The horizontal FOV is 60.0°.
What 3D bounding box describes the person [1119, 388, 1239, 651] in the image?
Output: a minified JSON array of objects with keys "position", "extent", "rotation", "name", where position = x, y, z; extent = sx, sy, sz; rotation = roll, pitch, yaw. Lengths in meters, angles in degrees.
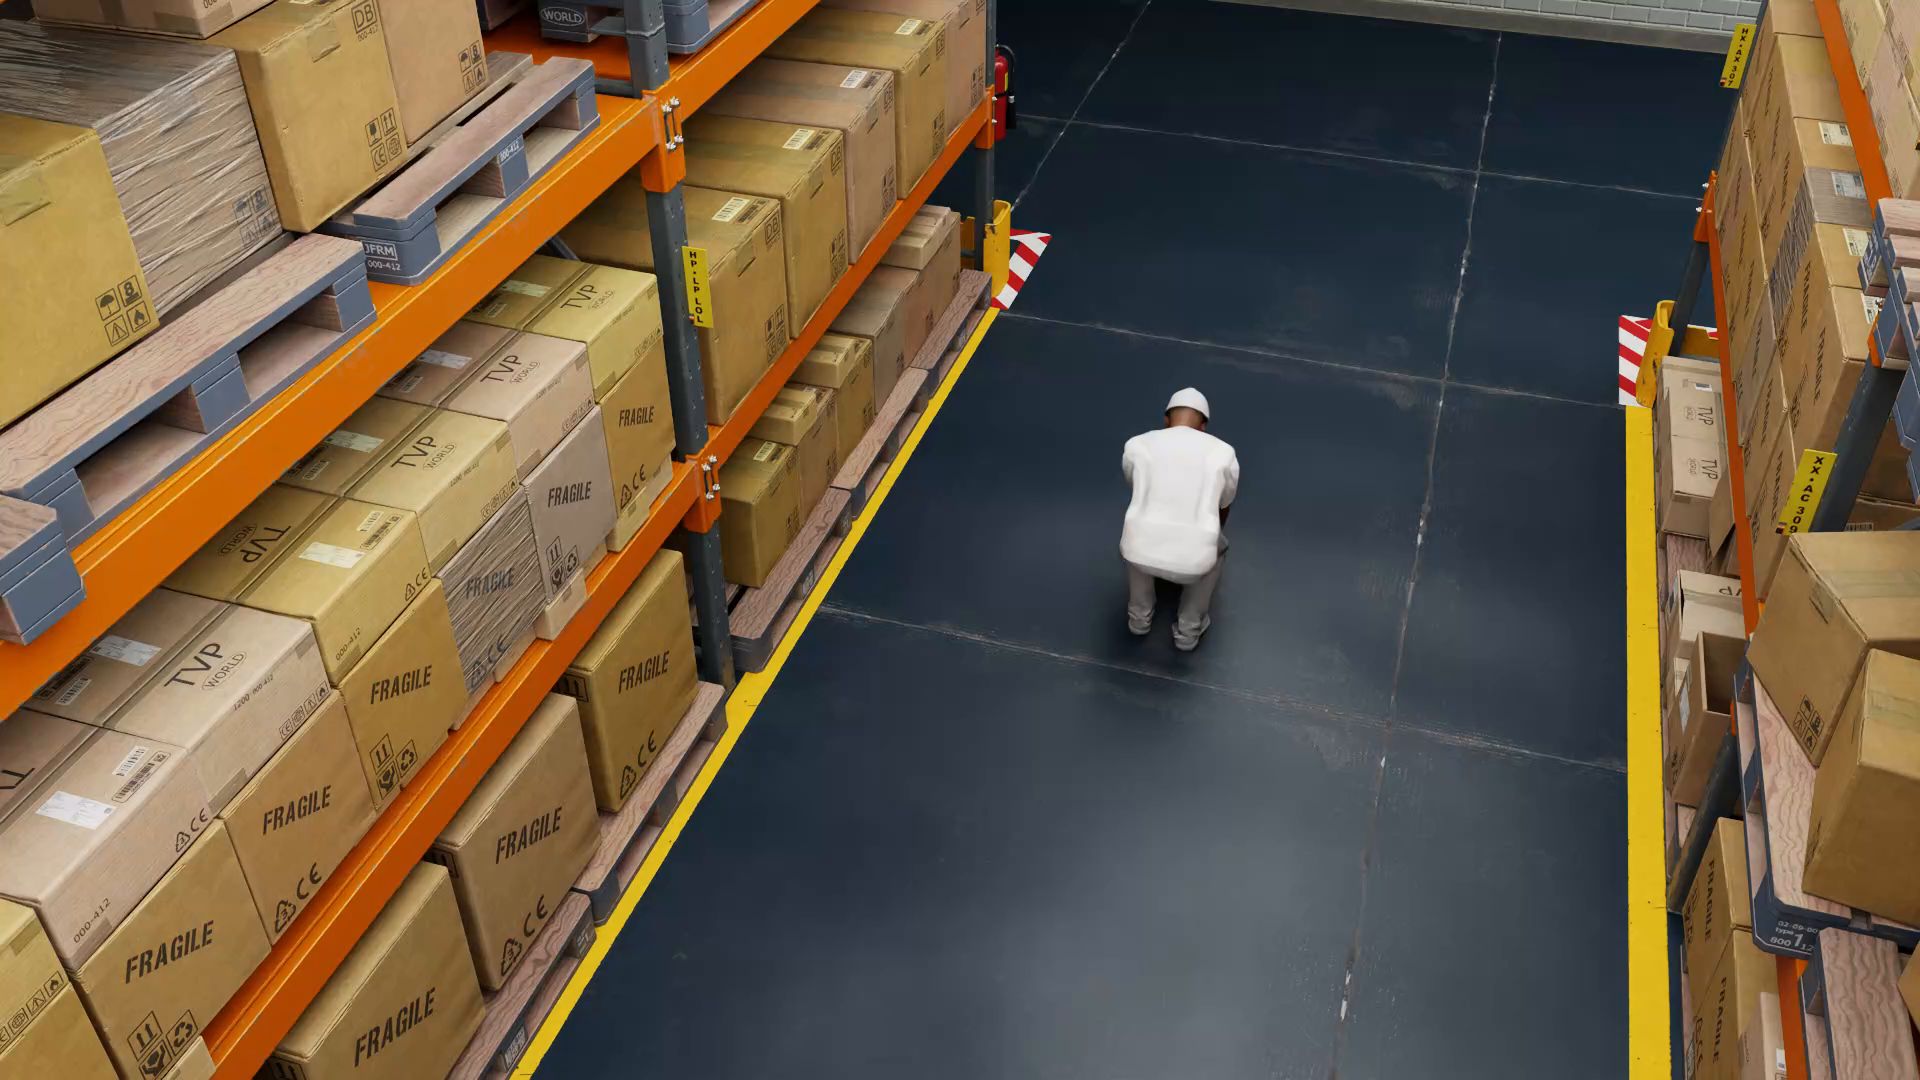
[{"position":[0.969,-0.076,7.612],"extent":[0.532,1.008,0.919],"rotation":[10,38,13],"name":"person"}]
